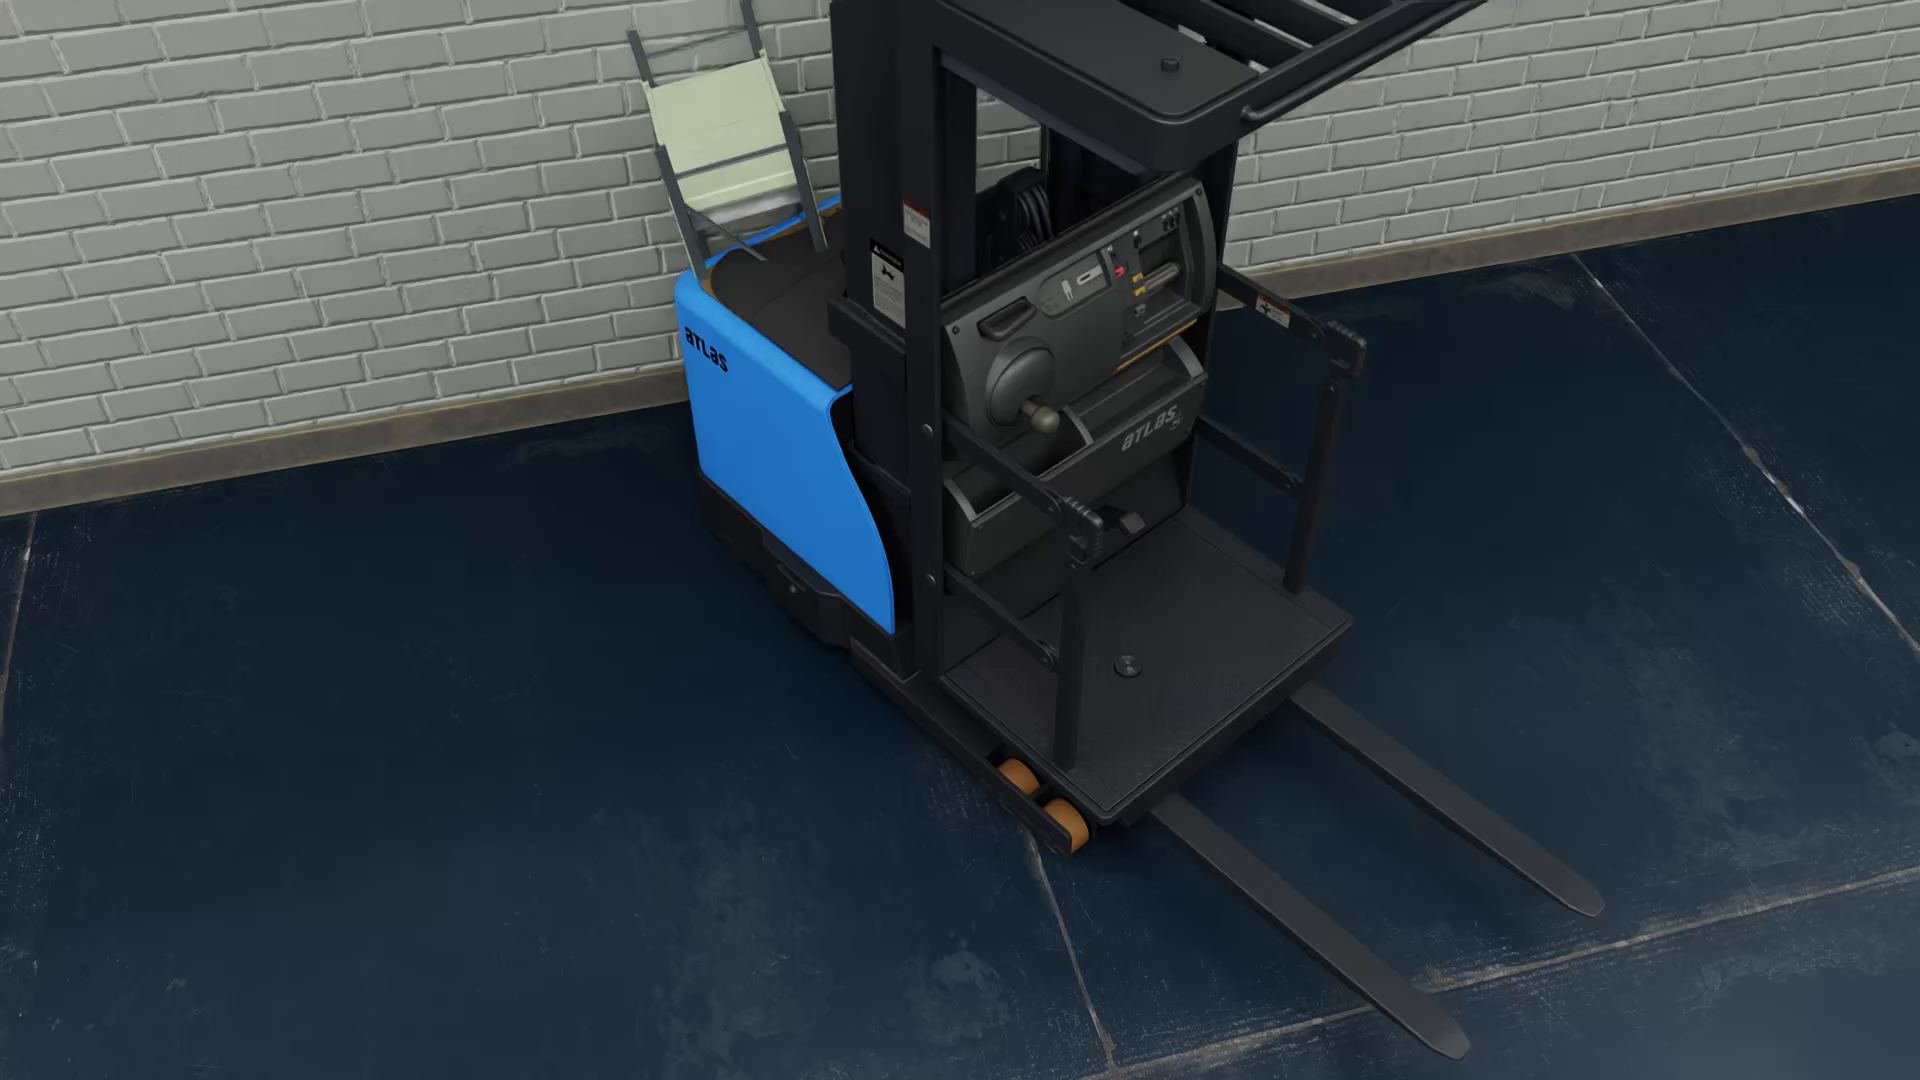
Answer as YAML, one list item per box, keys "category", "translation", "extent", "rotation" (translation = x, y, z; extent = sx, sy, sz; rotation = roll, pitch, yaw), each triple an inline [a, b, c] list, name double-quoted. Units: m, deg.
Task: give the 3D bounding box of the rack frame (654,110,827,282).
- category: "rack frame"
  translation: [-0.556, -0.647, 5.239]
  extent: [0.400, 1.500, 0.023]
  rotation: [-17, 46, -4]

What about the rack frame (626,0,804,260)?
- category: "rack frame"
  translation: [-0.737, -1.139, 5.750]
  extent: [0.400, 1.500, 0.023]
  rotation: [-17, 46, -4]

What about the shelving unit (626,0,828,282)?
- category: "shelving unit"
  translation: [-0.647, -0.893, 5.495]
  extent: [0.431, 1.500, 0.755]
  rotation: [-17, 46, -4]

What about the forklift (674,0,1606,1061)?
- category: "forklift"
  translation: [0.475, -0.526, 4.213]
  extent: [1.130, 2.935, 3.031]
  rotation: [-33, 54, -28]

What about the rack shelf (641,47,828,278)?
- category: "rack shelf"
  translation: [-0.707, -1.159, 5.216]
  extent: [0.431, 0.370, 0.720]
  rotation: [-17, 46, -4]
